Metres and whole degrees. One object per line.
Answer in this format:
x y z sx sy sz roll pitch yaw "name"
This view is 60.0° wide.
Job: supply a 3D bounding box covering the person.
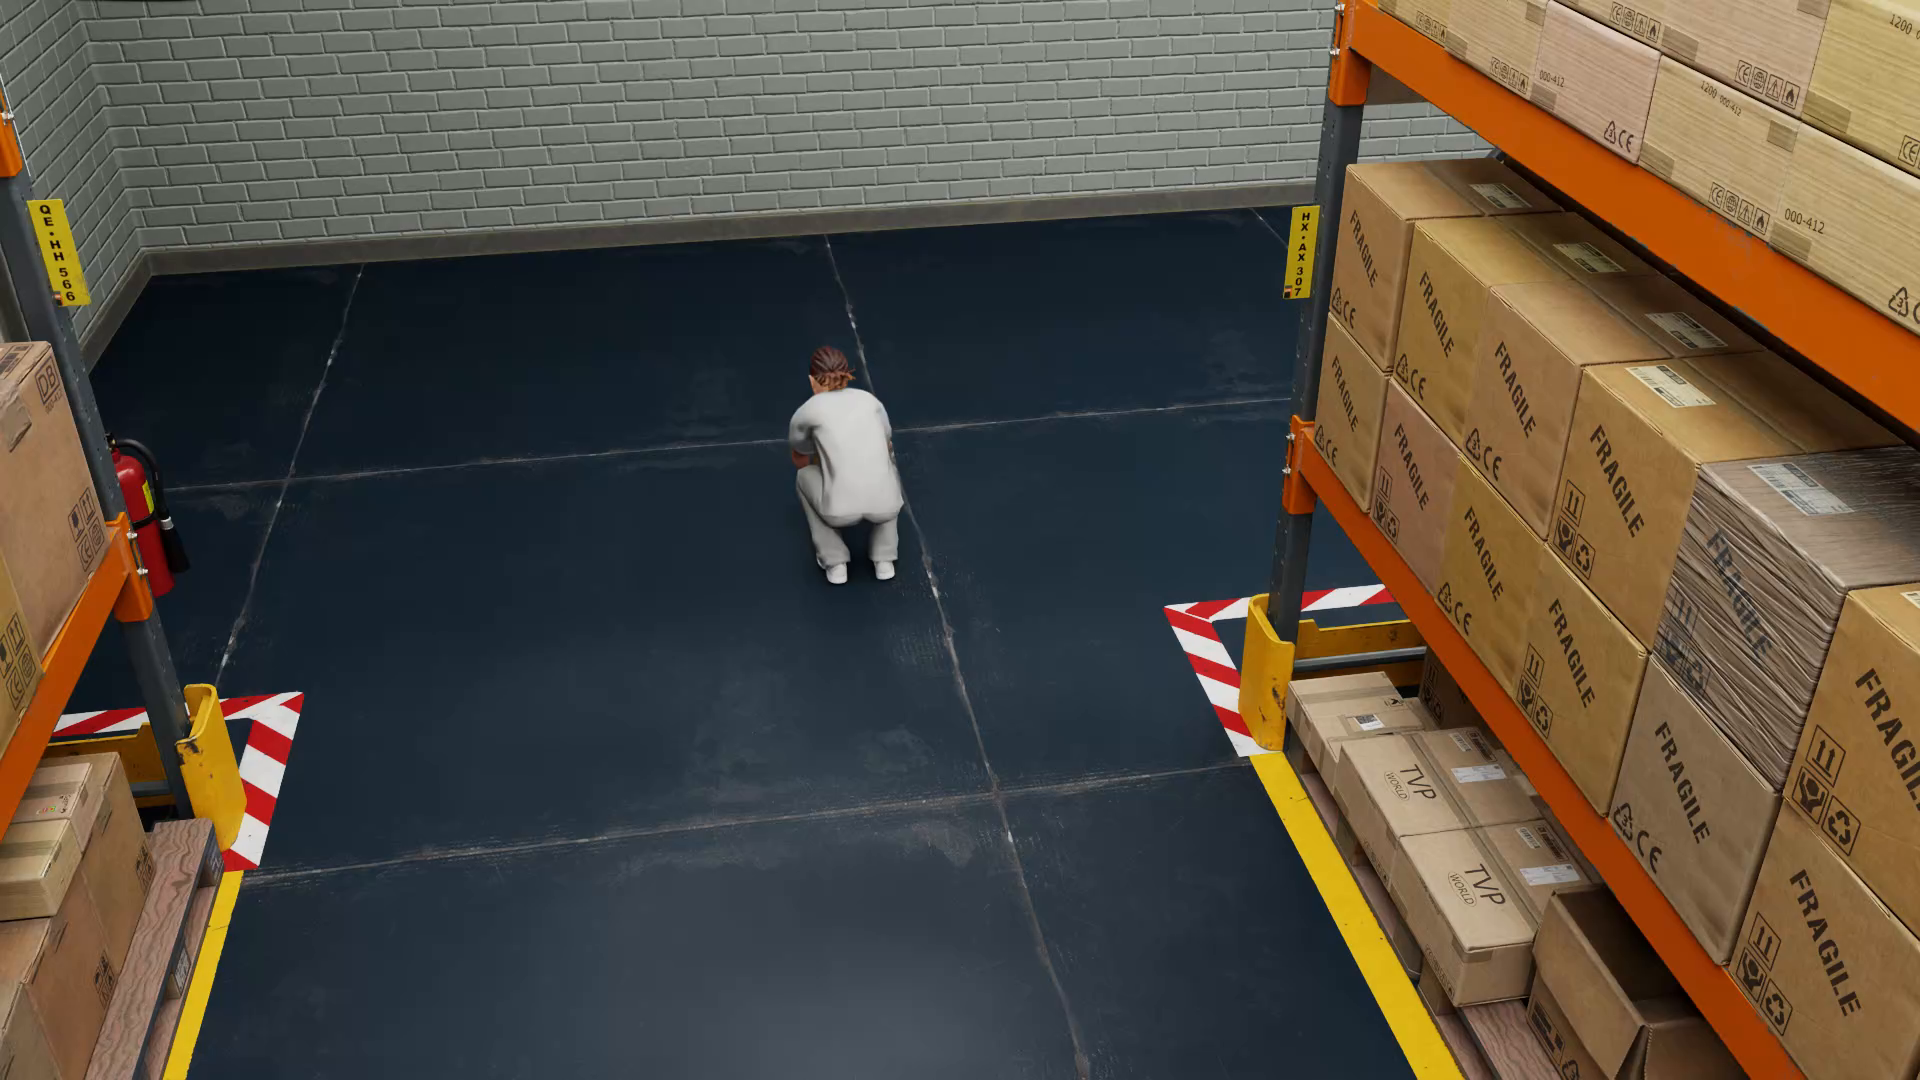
-0.507 -0.330 7.441 0.494 0.909 0.802 -5 31 -9 "person"
